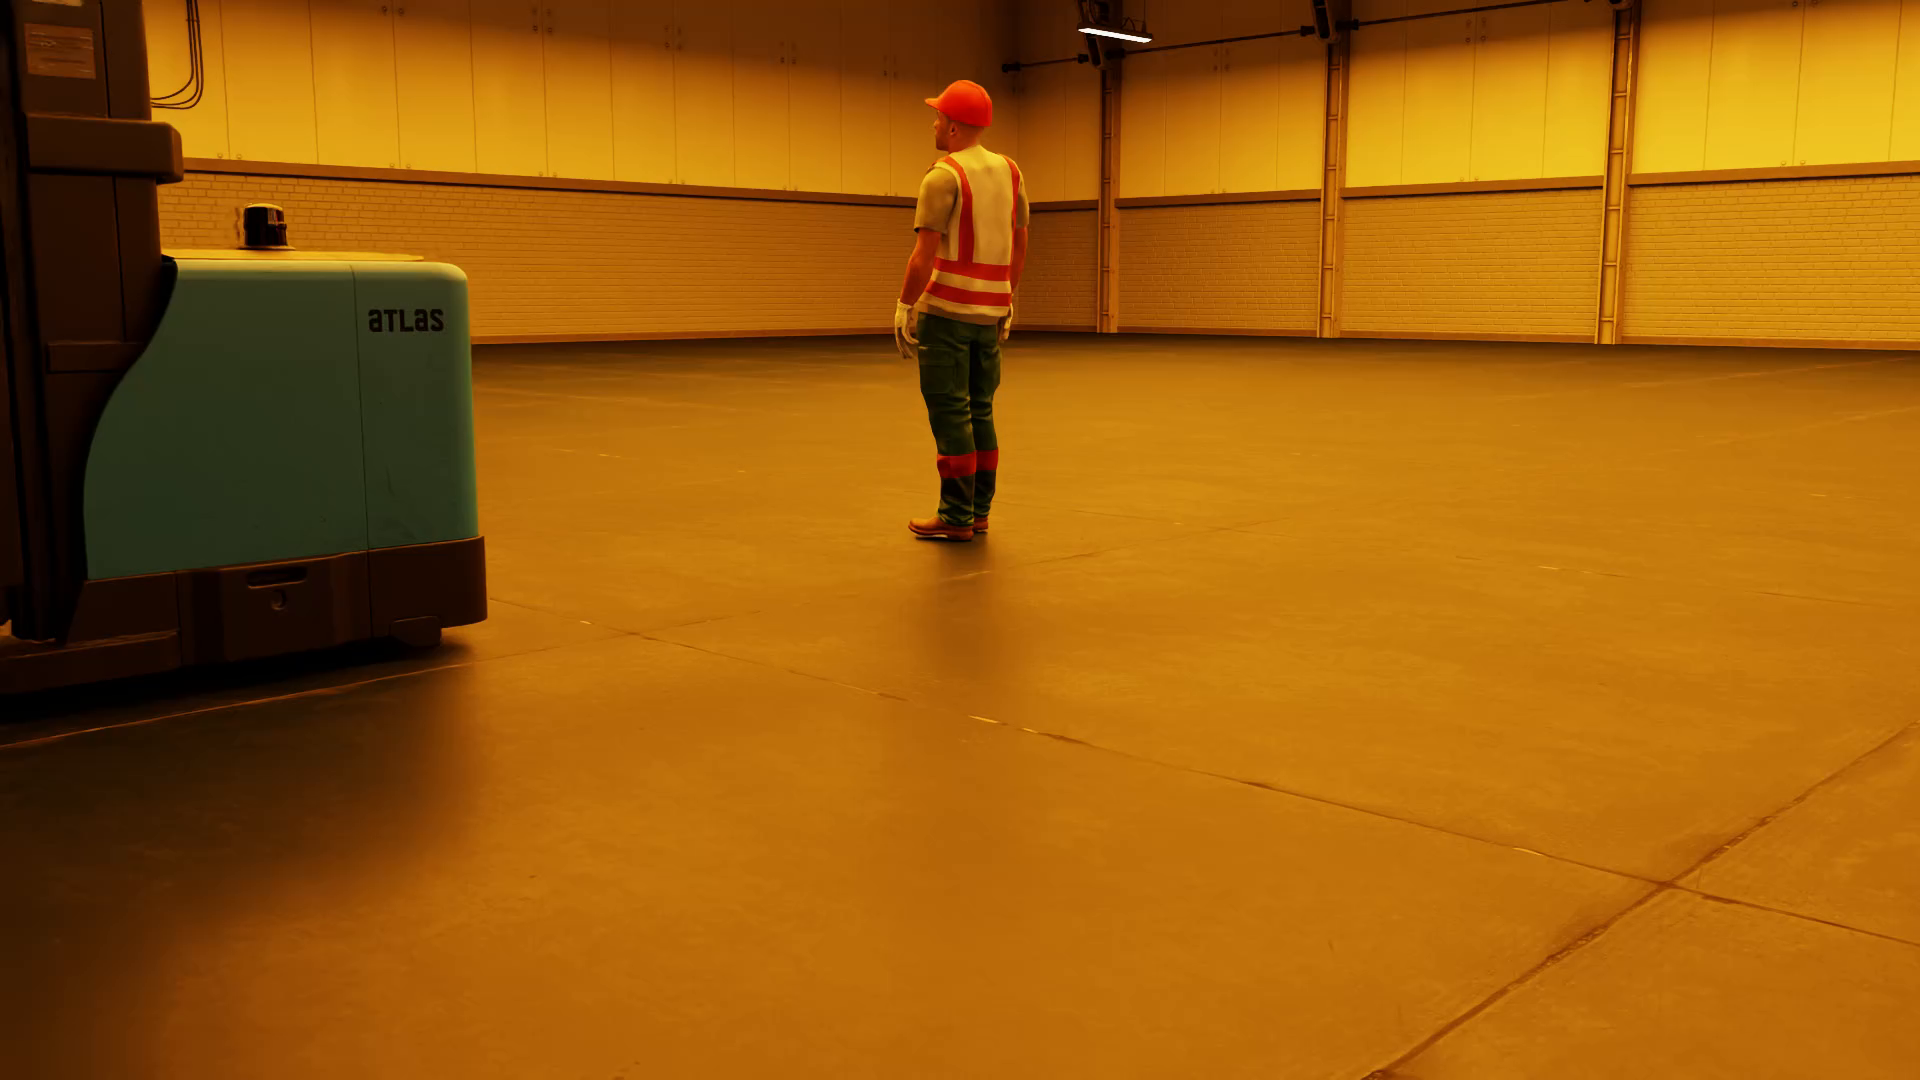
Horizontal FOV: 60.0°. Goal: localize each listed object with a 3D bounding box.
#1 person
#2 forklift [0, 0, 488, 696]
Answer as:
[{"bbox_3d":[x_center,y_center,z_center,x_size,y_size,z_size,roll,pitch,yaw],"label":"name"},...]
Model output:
[{"bbox_3d":[-0.051,-0.901,6.646,0.562,1.789,0.638,8,12,43],"label":"person"},{"bbox_3d":[-2.768,-1.054,3.874,3.031,2.935,1.130,-8,12,-42],"label":"forklift"}]
